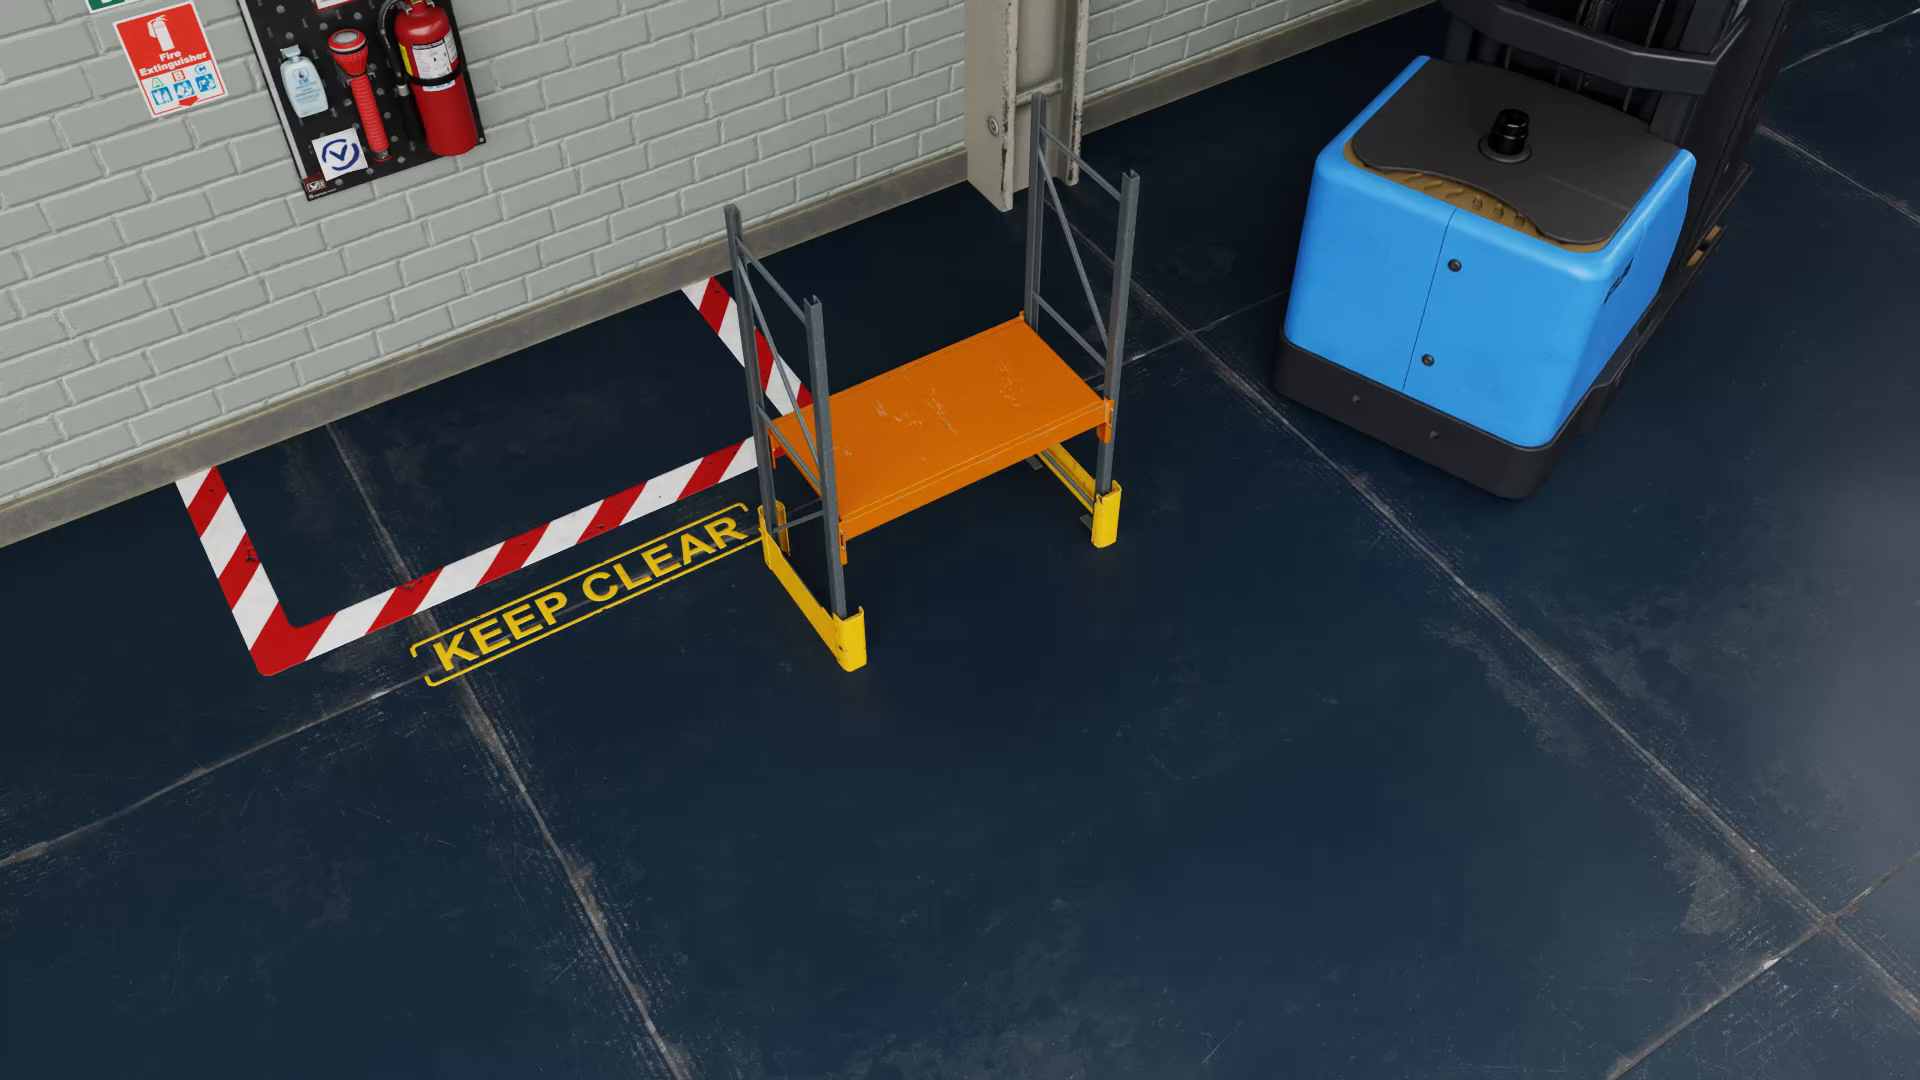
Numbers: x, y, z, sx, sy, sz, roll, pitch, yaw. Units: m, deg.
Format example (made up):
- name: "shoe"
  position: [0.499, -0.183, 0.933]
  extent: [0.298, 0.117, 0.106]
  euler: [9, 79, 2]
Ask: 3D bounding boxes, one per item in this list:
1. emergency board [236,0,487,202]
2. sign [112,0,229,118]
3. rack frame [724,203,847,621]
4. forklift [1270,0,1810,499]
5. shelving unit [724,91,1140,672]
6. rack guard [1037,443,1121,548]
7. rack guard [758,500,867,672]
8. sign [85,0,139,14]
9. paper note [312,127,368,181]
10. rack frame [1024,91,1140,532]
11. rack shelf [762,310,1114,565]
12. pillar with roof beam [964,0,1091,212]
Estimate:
- name: "emergency board"
  position: [-1.848, -1.587, 5.154]
  extent: [0.643, 1.169, 0.194]
  euler: [-25, 53, -21]
- name: "sign"
  position: [-2.370, -1.443, 5.003]
  extent: [0.234, 0.329, 0.001]
  euler: [-25, 53, -21]
- name: "rack frame"
  position: [-0.502, -0.262, 4.979]
  extent: [0.032, 1.500, 0.500]
  euler: [-25, 53, -21]
- name: "forklift"
  position: [2.435, -2.178, 5.727]
  extent: [1.130, 2.935, 3.031]
  euler: [29, 54, 23]
- name: "shelving unit"
  position: [-0.064, -0.468, 5.163]
  extent: [1.083, 1.500, 0.587]
  euler: [-25, 53, -21]
- name: "rack guard"
  position: [0.357, -0.251, 5.806]
  extent: [0.087, 0.250, 0.587]
  euler: [-25, 53, -21]
- name: "rack guard"
  position: [-0.486, 0.146, 5.453]
  extent: [0.087, 0.250, 0.587]
  euler: [-25, 53, -21]
- name: "sign"
  position: [-2.362, -1.616, 4.802]
  extent: [0.331, 0.109, 0.001]
  euler: [-25, 53, -21]
- name: "paper note"
  position: [-2.034, -1.267, 5.459]
  extent: [0.142, 0.148, 0.016]
  euler: [-25, 53, -21]
- name: "rack frame"
  position: [0.358, -0.667, 5.340]
  extent: [0.032, 1.500, 0.500]
  euler: [-25, 53, -21]
- name: "rack shelf"
  position: [-0.072, -0.345, 5.294]
  extent: [1.000, 0.185, 0.538]
  euler: [-25, 53, -21]
- name: "pillar with roof beam"
  position: [2.560, -1.823, 1.348]
  extent: [0.400, 9.000, 9.100]
  euler: [-25, 53, -21]
